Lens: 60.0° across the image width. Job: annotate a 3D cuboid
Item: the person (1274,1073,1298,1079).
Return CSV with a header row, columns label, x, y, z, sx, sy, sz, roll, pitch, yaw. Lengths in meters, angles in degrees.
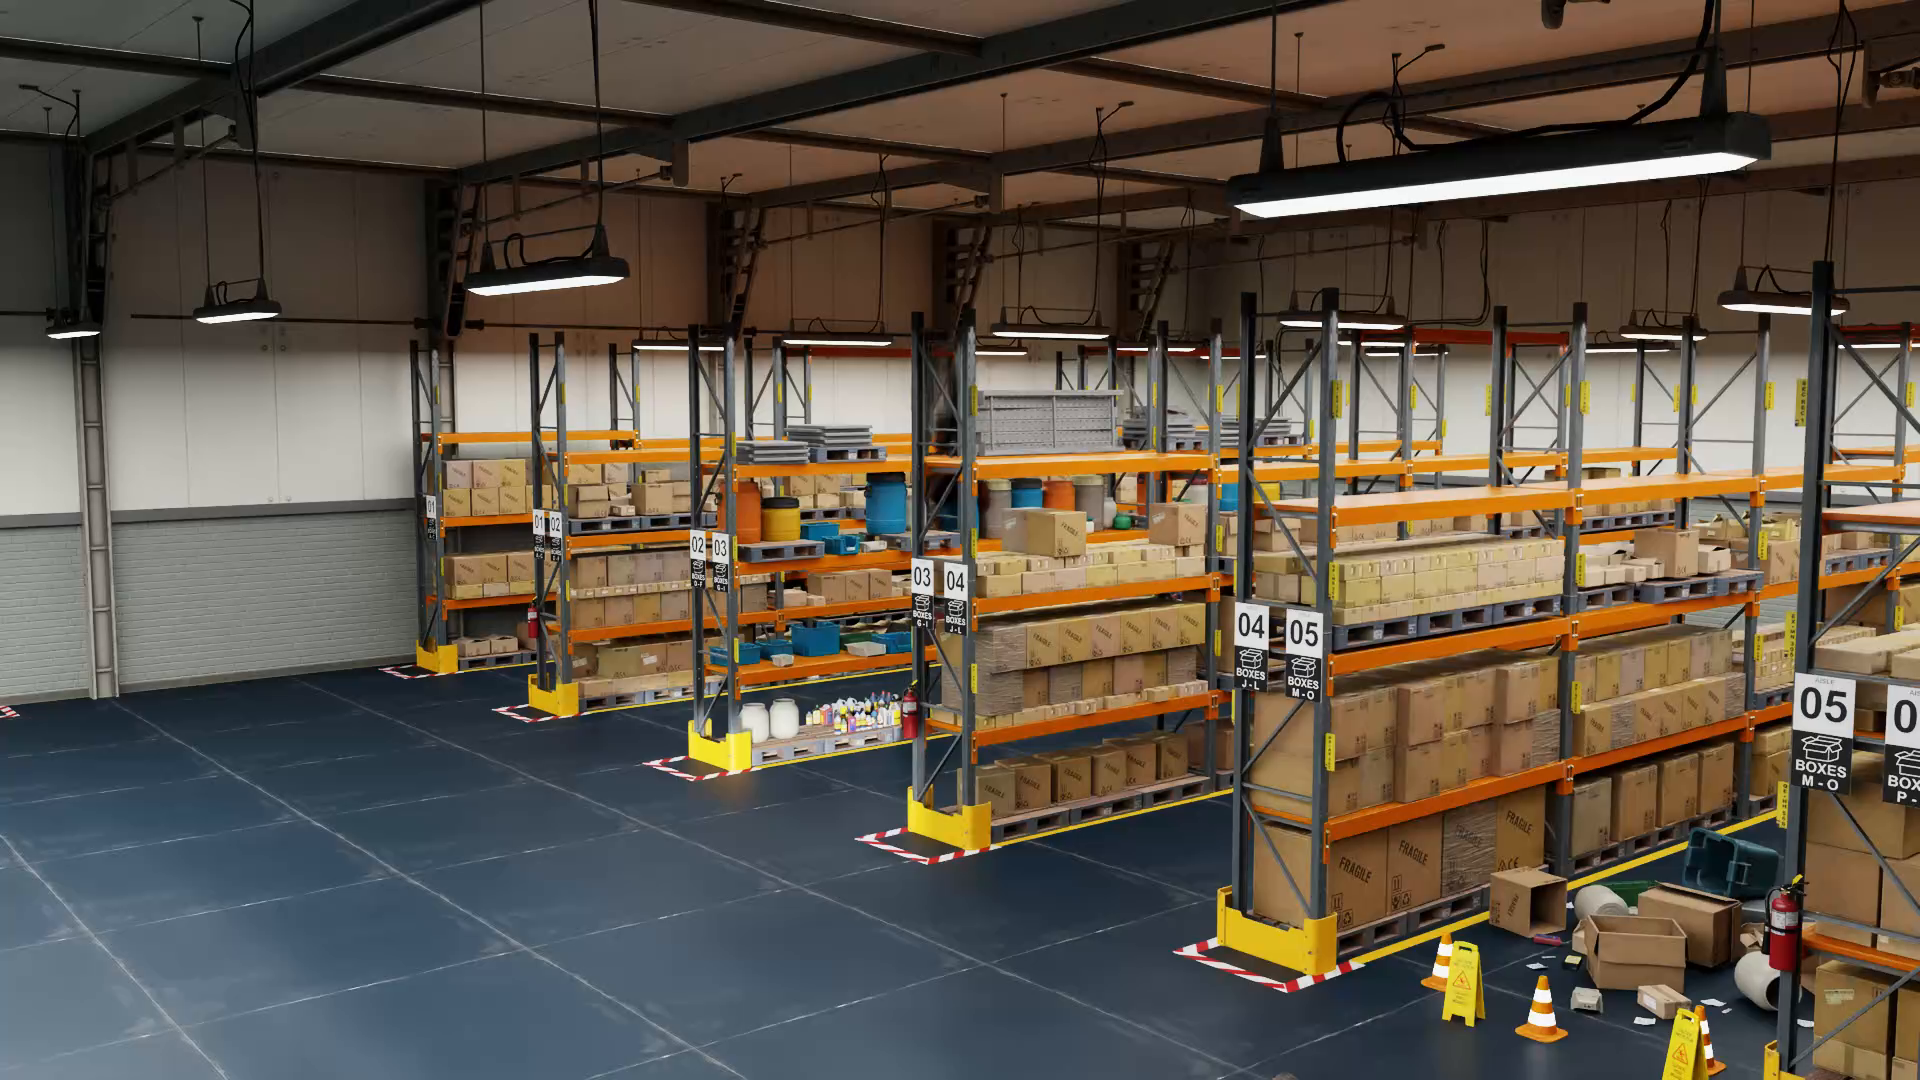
label,x,y,z,sx,sy,sz,roll,pitch,yaw
person,1.688,3.569,8.690,0.588,1.613,0.567,2,6,18
